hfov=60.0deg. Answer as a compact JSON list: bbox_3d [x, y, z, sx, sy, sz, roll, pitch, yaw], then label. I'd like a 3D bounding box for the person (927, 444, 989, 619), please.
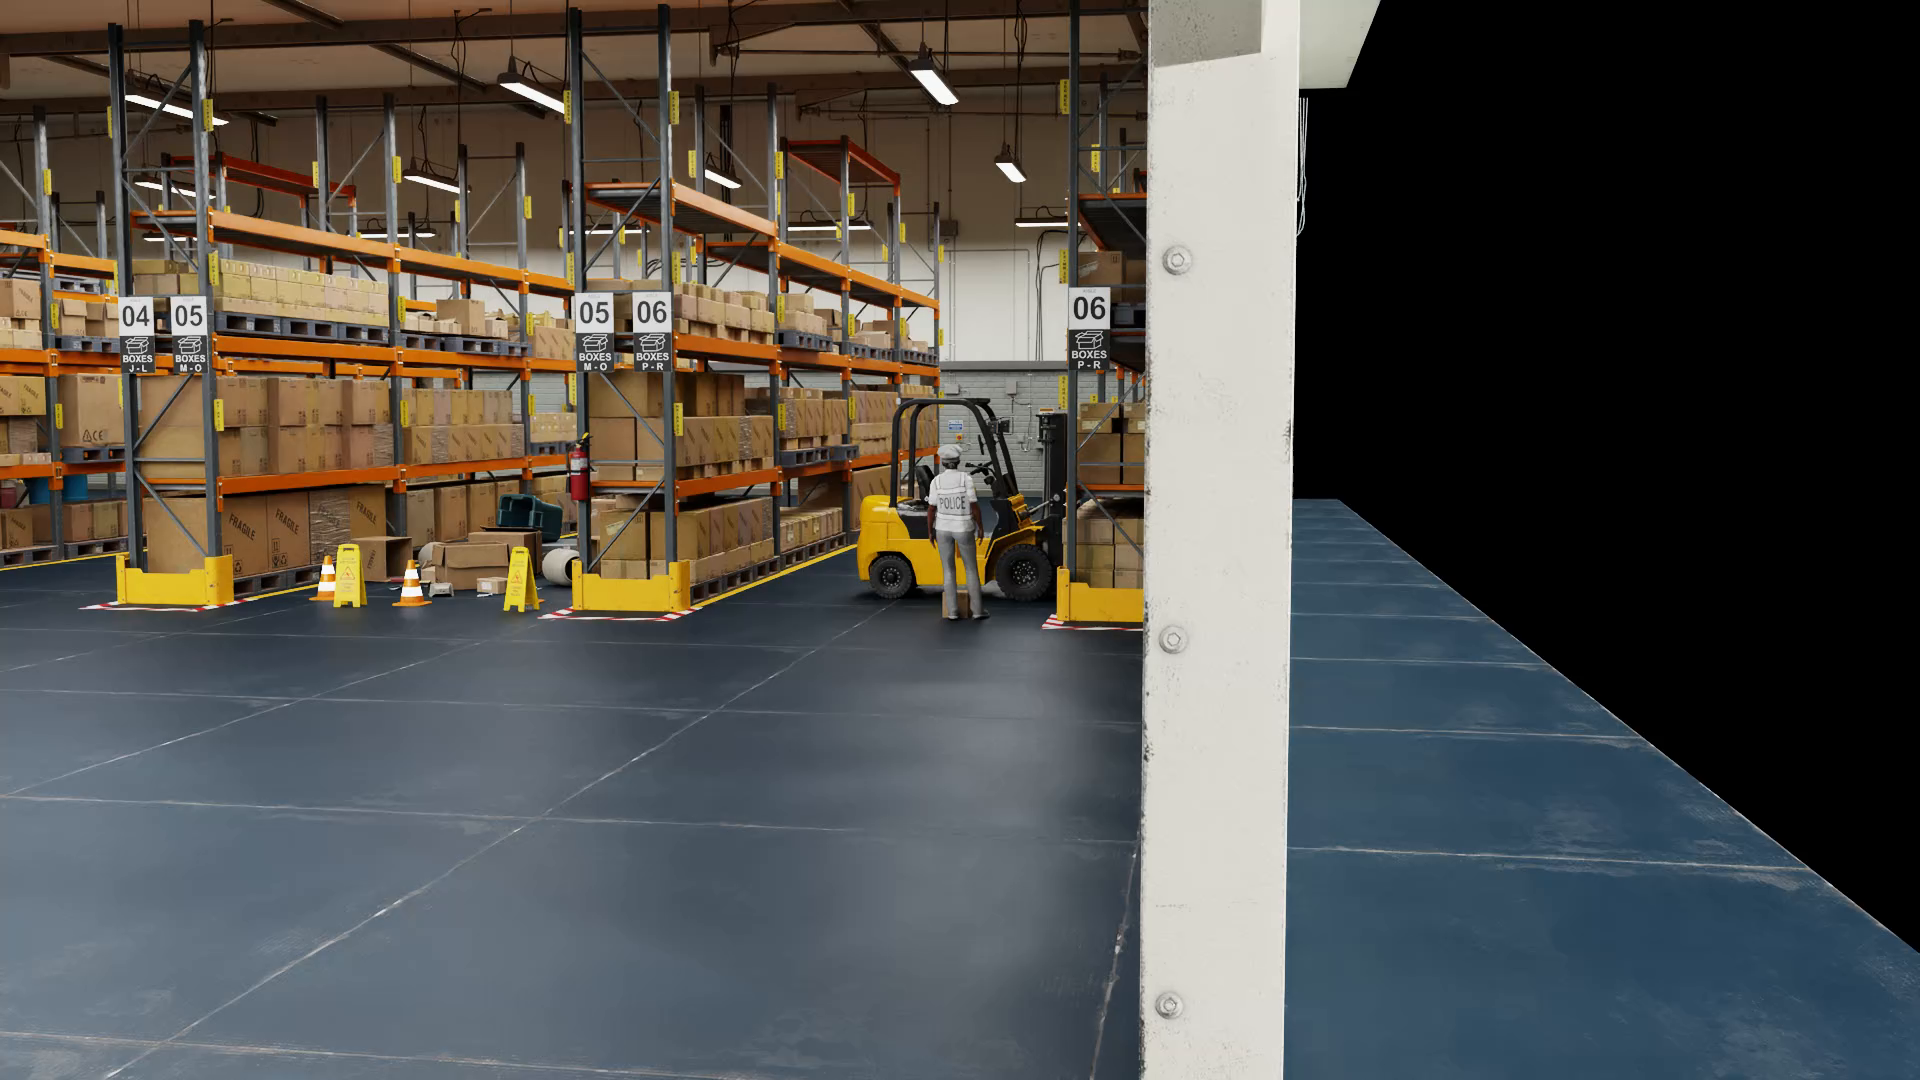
[{"bbox_3d":[-0.022,-0.082,16.100,0.569,1.696,0.528,1,5,9],"label":"person"}]
